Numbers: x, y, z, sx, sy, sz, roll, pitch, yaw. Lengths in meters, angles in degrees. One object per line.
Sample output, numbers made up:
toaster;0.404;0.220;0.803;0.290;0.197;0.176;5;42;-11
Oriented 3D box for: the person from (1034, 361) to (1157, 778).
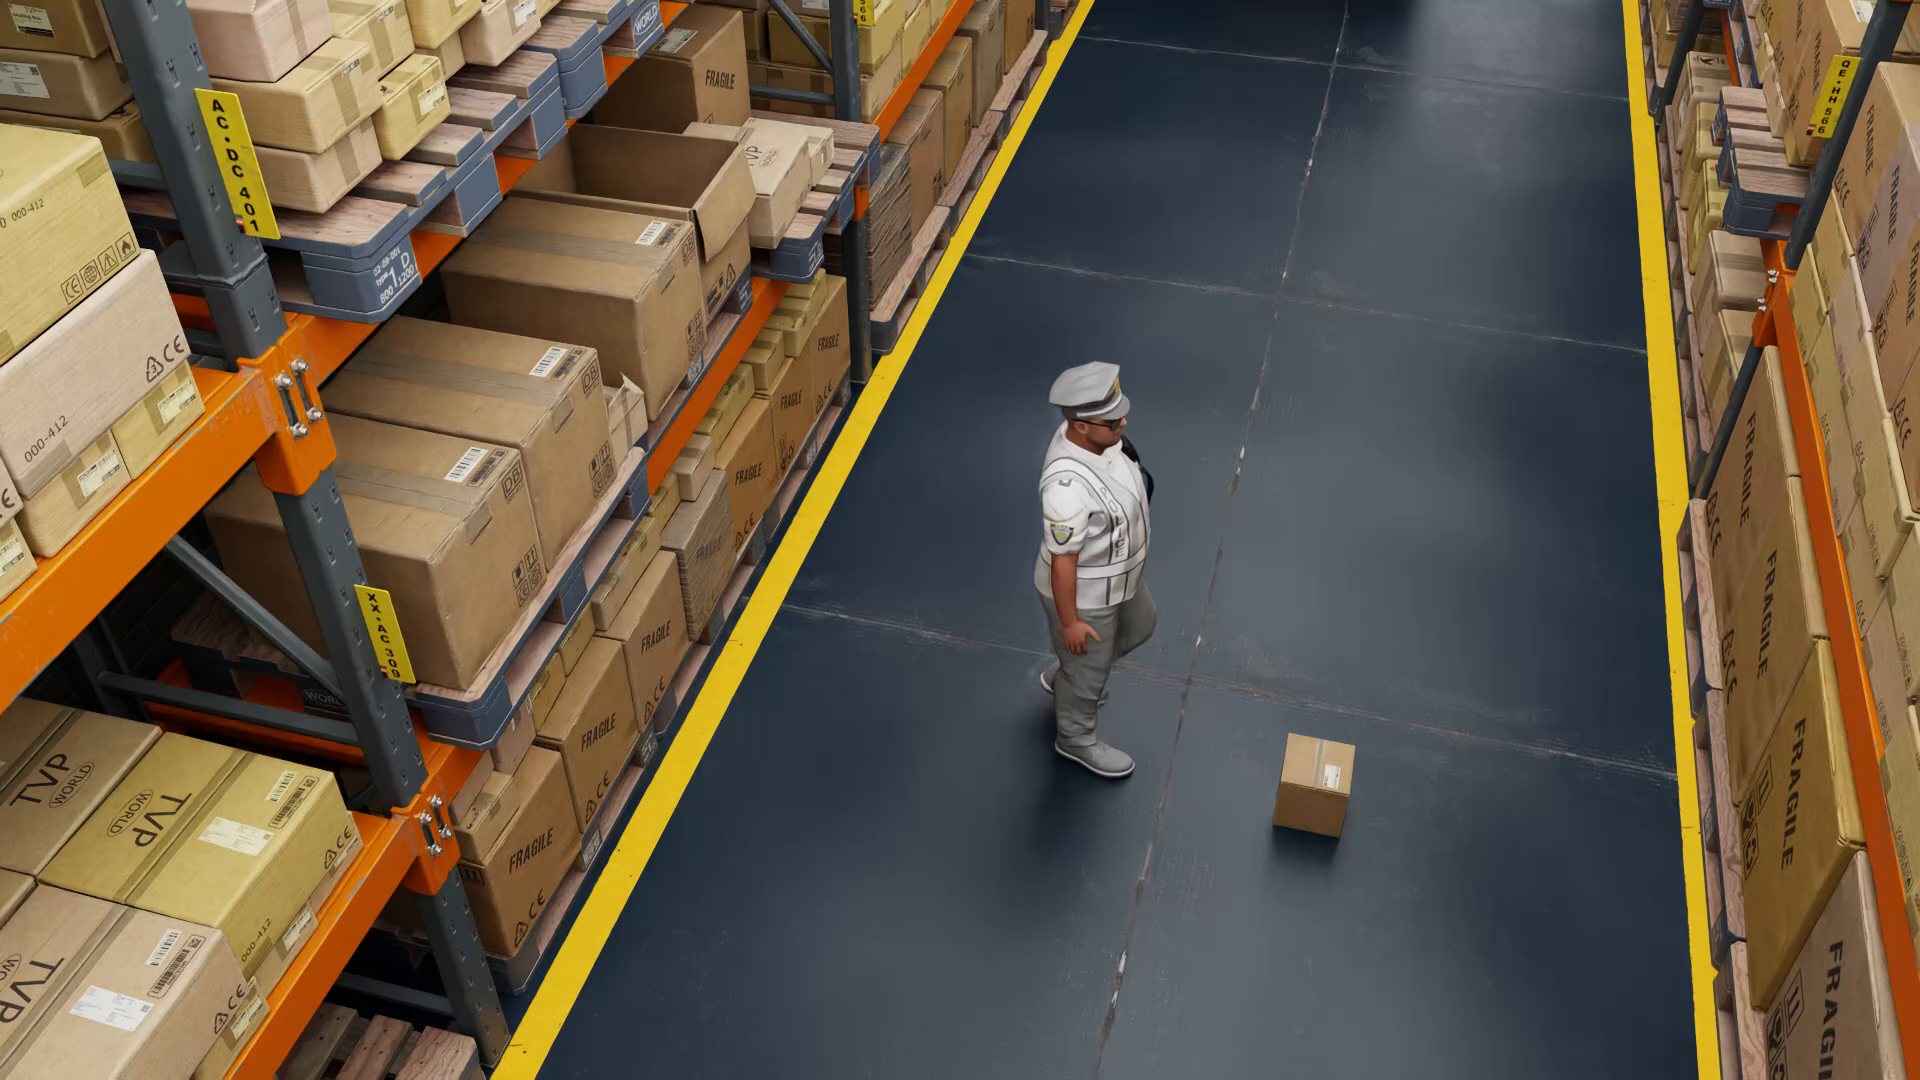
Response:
person;0.488;0.129;5.987;0.449;1.775;0.571;12;42;13
